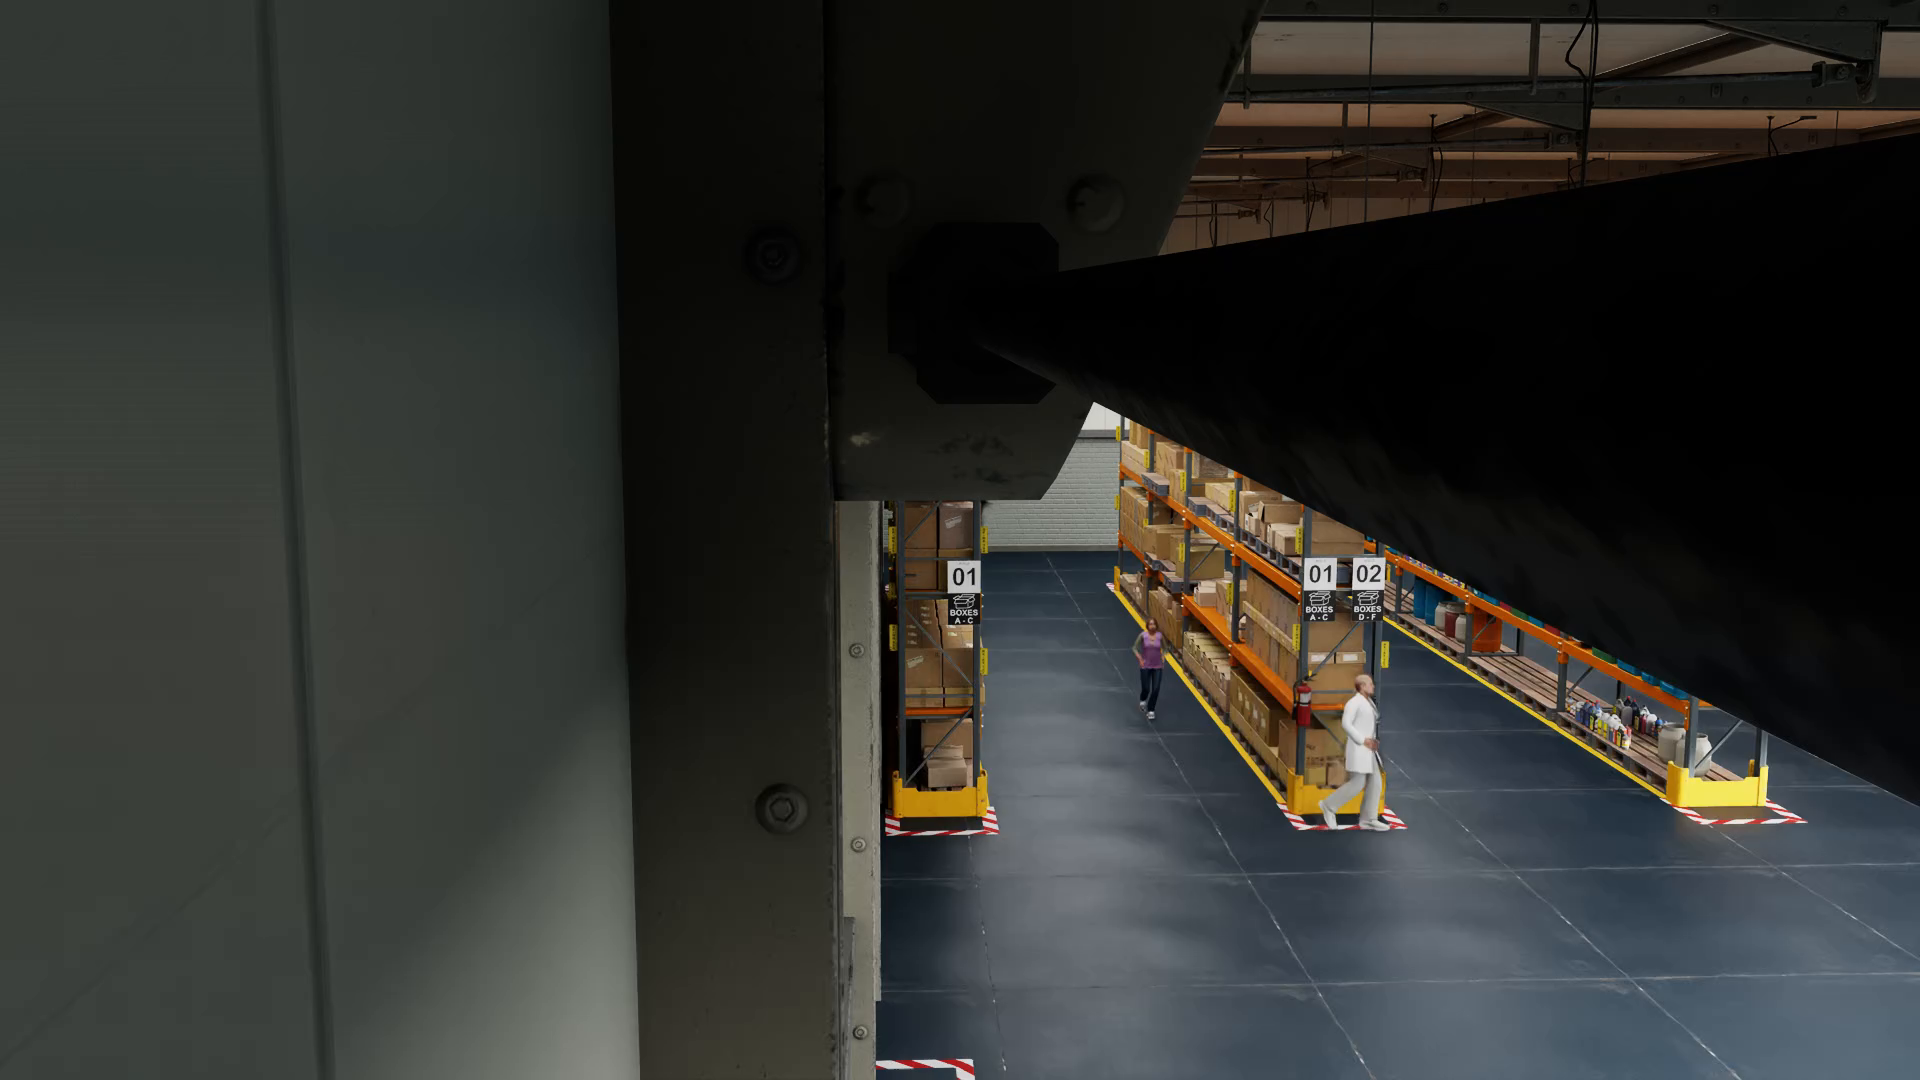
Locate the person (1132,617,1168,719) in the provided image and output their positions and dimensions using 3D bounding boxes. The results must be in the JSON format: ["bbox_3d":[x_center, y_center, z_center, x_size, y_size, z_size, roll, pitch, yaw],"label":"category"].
[{"bbox_3d":[2.900,1.951,25.239,0.534,1.534,0.552,0,8,-3],"label":"person"}]

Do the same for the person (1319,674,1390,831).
[{"bbox_3d":[4.632,2.440,19.217,0.823,1.786,0.768,5,9,29],"label":"person"}]
